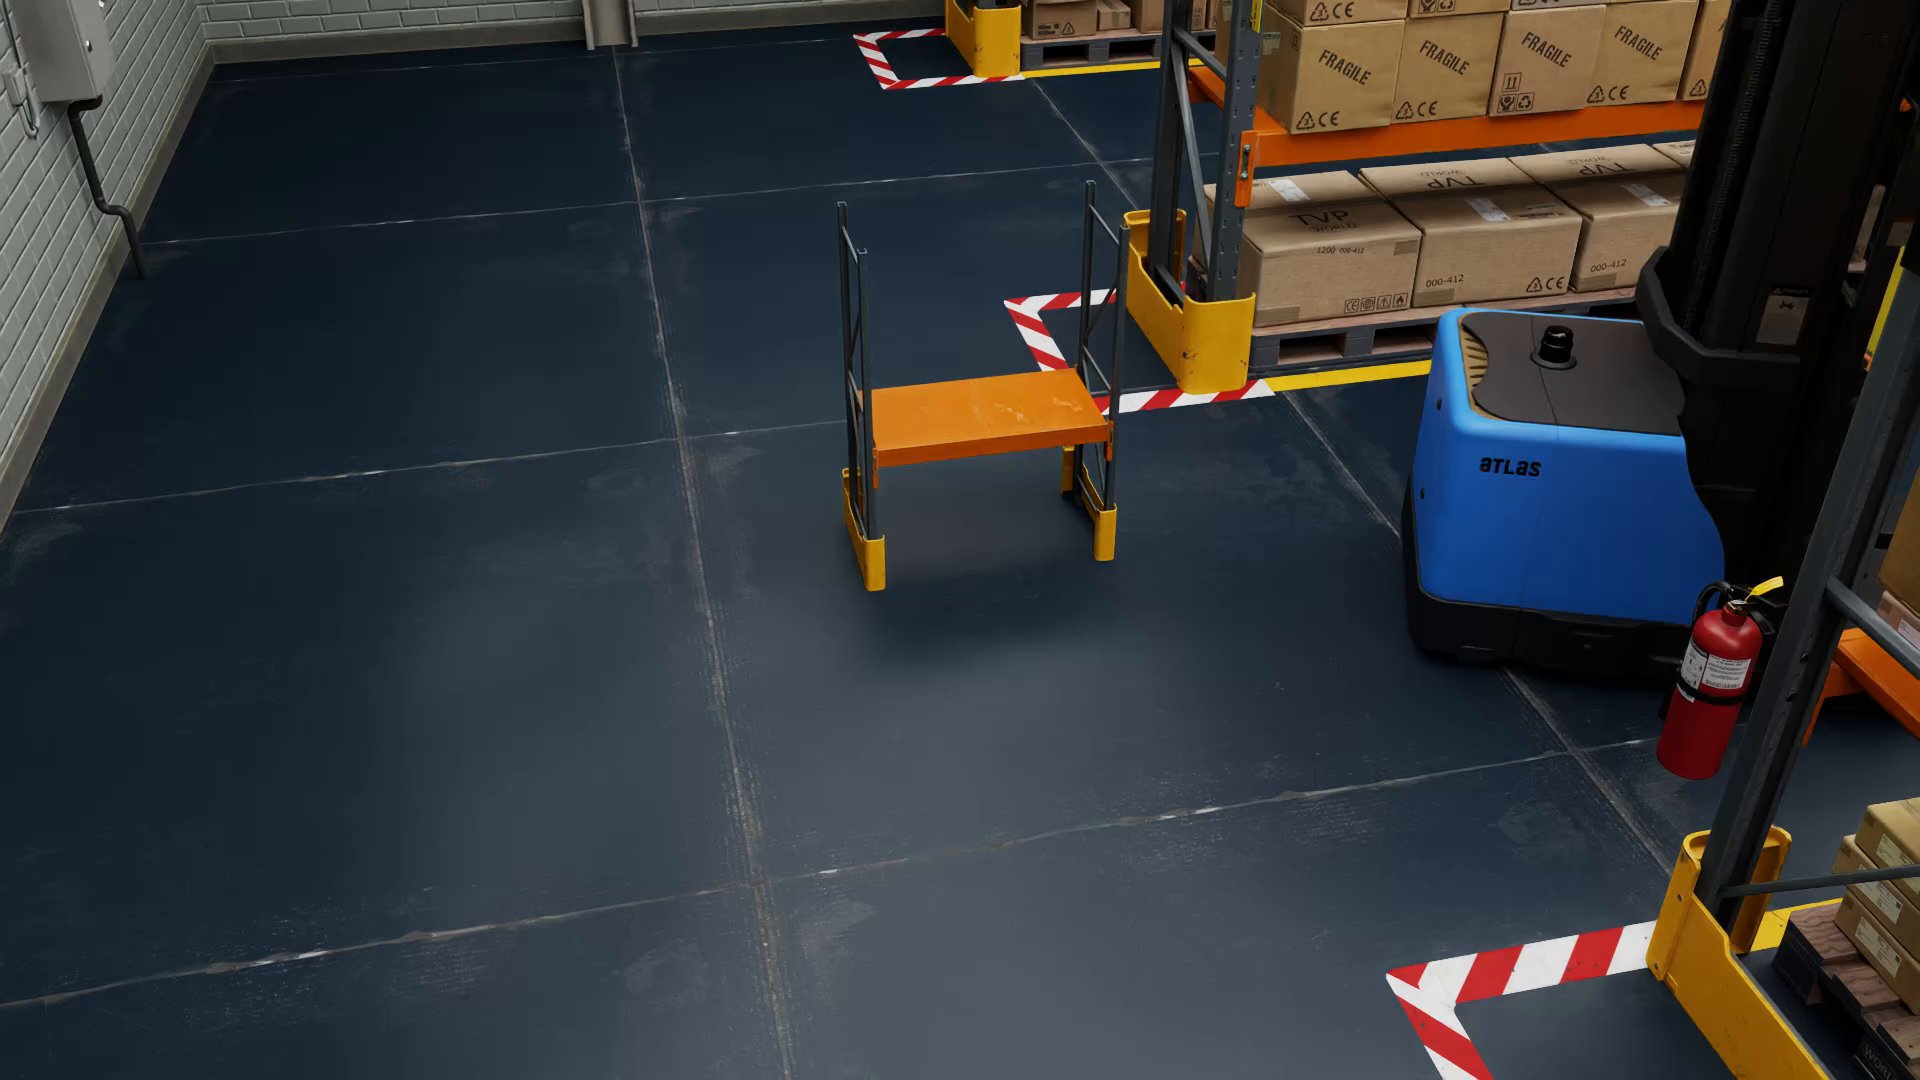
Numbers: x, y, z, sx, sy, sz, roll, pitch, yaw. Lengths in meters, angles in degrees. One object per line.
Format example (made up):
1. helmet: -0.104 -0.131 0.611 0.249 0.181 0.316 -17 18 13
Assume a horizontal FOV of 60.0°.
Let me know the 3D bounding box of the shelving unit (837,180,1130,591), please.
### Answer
1. shelving unit: 0.074 -0.632 6.846 1.083 1.500 0.587 -7 35 -11

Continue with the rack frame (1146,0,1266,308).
1. rack frame: 1.189 -2.307 7.996 0.127 3.000 1.000 -7 35 -11

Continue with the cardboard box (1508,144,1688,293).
1. cardboard box: 3.581 -1.780 9.133 0.875 0.438 0.875 -8 35 -12

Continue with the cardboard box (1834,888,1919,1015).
1. cardboard box: 2.847 1.202 4.948 0.250 0.149 0.380 -7 34 -10

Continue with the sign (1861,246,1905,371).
1. sign: 2.276 -0.545 4.048 0.005 0.325 0.100 -7 35 -11

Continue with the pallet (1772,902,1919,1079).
1. pallet: 3.254 1.439 4.917 1.213 0.211 1.003 -7 35 -11

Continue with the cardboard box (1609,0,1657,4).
1. cardboard box: 3.209 -2.865 7.840 0.500 0.500 0.500 -7 35 -10

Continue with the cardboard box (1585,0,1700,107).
1. cardboard box: 3.192 -2.452 8.123 0.500 0.500 0.500 -6 34 -9

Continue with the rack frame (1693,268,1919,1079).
1. rack frame: 2.379 0.371 4.005 0.127 3.000 1.000 -7 35 -11

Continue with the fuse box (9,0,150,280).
1. fuse box: -4.627 -2.226 9.031 0.414 1.711 0.539 -7 35 -11

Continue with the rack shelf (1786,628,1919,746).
1. rack shelf: 4.330 0.424 4.572 4.000 0.370 1.077 -7 35 -11

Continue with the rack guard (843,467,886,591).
1. rack guard: -0.411 -0.052 7.103 0.087 0.250 0.587 -7 35 -11

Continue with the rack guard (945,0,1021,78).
1. rack guard: 0.164 -3.976 12.726 0.348 0.500 1.175 -7 35 -11

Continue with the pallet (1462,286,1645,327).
1. pallet: 3.139 -1.438 9.203 1.213 0.211 1.003 -7 35 -11

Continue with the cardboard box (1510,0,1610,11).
1. cardboard box: 2.722 -2.803 7.748 0.500 0.500 0.500 -7 35 -11

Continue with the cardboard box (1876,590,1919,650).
1. cardboard box: 2.635 0.281 4.364 0.250 0.149 0.380 -7 35 -10

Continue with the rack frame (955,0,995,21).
1. rack frame: 0.090 -5.004 12.015 0.127 3.000 1.000 -7 35 -11

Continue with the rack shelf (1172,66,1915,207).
1. rack shelf: 3.139 -2.254 8.563 4.000 0.370 1.077 -7 35 -11

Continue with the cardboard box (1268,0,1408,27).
1. cardboard box: 1.720 -2.668 7.547 0.500 0.500 0.500 -8 35 -12

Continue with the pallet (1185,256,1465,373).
1. pallet: 1.951 -1.290 8.983 1.213 0.211 1.003 -7 35 -11

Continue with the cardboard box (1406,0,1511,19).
1. cardboard box: 2.222 -2.735 7.647 0.500 0.500 0.500 -8 35 -12

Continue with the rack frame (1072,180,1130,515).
1. rack frame: 0.579 -0.696 6.941 0.032 1.500 0.500 -7 35 -11

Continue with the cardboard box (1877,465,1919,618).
1. cardboard box: 2.761 0.011 4.185 0.500 0.500 0.500 -6 34 -10

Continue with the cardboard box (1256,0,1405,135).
1. cardboard box: 1.720 -2.252 7.824 0.500 0.500 0.500 -7 35 -11

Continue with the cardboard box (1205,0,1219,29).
1. cardboard box: 2.088 -4.259 12.771 0.500 0.500 0.500 -7 34 -10

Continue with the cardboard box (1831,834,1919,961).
1. cardboard box: 2.831 1.037 4.928 0.250 0.149 0.380 -8 35 -12

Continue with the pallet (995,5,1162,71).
1. pallet: 0.942 -3.954 12.953 1.213 0.211 1.003 -7 35 -11

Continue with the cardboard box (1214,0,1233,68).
1. cardboard box: 1.601 -2.552 8.271 0.500 0.500 0.500 -7 34 -10

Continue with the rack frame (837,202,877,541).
1. rack frame: -0.413 -0.571 6.755 0.032 1.500 0.500 -7 35 -11

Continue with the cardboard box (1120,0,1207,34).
1. cardboard box: 1.550 -4.248 12.755 0.500 0.500 0.700 -6 34 -9

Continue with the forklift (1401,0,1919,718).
1. forklift: 3.339 -0.868 5.913 3.031 2.935 1.130 6 34 9

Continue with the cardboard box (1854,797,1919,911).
1. cardboard box: 2.840 0.930 4.819 0.250 0.149 0.380 -7 34 -10

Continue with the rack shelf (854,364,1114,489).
1. rack shelf: 0.083 -0.484 6.948 1.000 0.185 0.538 -7 35 -11

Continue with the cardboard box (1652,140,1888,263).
1. cardboard box: 4.454 -1.890 9.298 0.875 0.438 0.875 -8 35 -11

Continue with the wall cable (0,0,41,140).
1. wall cable: -4.630 -2.792 7.808 0.122 1.984 0.588 -7 35 -11

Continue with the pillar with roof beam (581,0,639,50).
1. pillar with roof beam: -1.789 -5.314 7.093 0.400 9.000 9.100 -7 35 -11

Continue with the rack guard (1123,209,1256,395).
1. rack guard: 1.165 -1.266 8.688 0.348 0.500 1.175 -7 35 -11

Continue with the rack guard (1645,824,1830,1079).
1. rack guard: 2.453 1.399 4.716 0.348 0.500 1.175 -7 35 -11

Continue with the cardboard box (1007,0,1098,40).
1. cardboard box: 0.708 -4.166 12.629 0.637 0.503 0.797 -9 35 -12

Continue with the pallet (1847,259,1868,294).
1. pallet: 4.331 -1.590 9.430 1.213 0.211 1.003 -7 35 -11

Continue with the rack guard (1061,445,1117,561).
1. rack guard: 0.560 -0.174 7.286 0.087 0.250 0.587 -7 35 -11

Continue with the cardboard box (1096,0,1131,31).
1. cardboard box: 1.131 -4.050 12.774 0.250 0.149 0.380 -9 35 -12

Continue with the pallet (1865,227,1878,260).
1. pallet: 5.826 -1.777 9.708 1.213 0.211 1.003 -7 35 -11

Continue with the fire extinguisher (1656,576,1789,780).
1. fire extinguisher: 2.032 0.338 4.459 0.183 0.674 0.296 -7 35 -11

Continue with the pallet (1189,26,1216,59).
1. pallet: 2.129 -4.102 13.174 1.213 0.211 1.003 -7 35 -11

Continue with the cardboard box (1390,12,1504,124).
1. cardboard box: 2.207 -2.329 7.939 0.500 0.500 0.500 -8 35 -11

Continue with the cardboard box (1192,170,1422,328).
1. cardboard box: 1.810 -1.553 8.795 0.875 0.438 0.875 -8 35 -12

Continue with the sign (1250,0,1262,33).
1. sign: 1.305 -2.397 7.282 0.005 0.325 0.100 -7 35 -11

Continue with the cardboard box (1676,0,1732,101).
1. cardboard box: 3.706 -2.508 8.206 0.500 0.500 0.500 -8 35 -11

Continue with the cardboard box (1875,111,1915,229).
1. cardboard box: 5.677 -2.211 9.382 0.875 0.875 0.875 -6 34 -9

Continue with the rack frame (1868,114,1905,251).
1. rack frame: 5.090 -2.799 8.729 0.127 3.000 1.000 -7 35 -11

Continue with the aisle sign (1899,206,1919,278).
1. aisle sign: 2.242 -0.863 3.511 0.004 0.787 0.394 -7 35 -11

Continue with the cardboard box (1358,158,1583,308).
1. cardboard box: 2.701 -1.670 8.969 0.875 0.438 0.875 -6 34 -9

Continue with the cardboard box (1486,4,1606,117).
1. cardboard box: 2.708 -2.382 8.017 0.500 0.500 0.500 -7 35 -11
